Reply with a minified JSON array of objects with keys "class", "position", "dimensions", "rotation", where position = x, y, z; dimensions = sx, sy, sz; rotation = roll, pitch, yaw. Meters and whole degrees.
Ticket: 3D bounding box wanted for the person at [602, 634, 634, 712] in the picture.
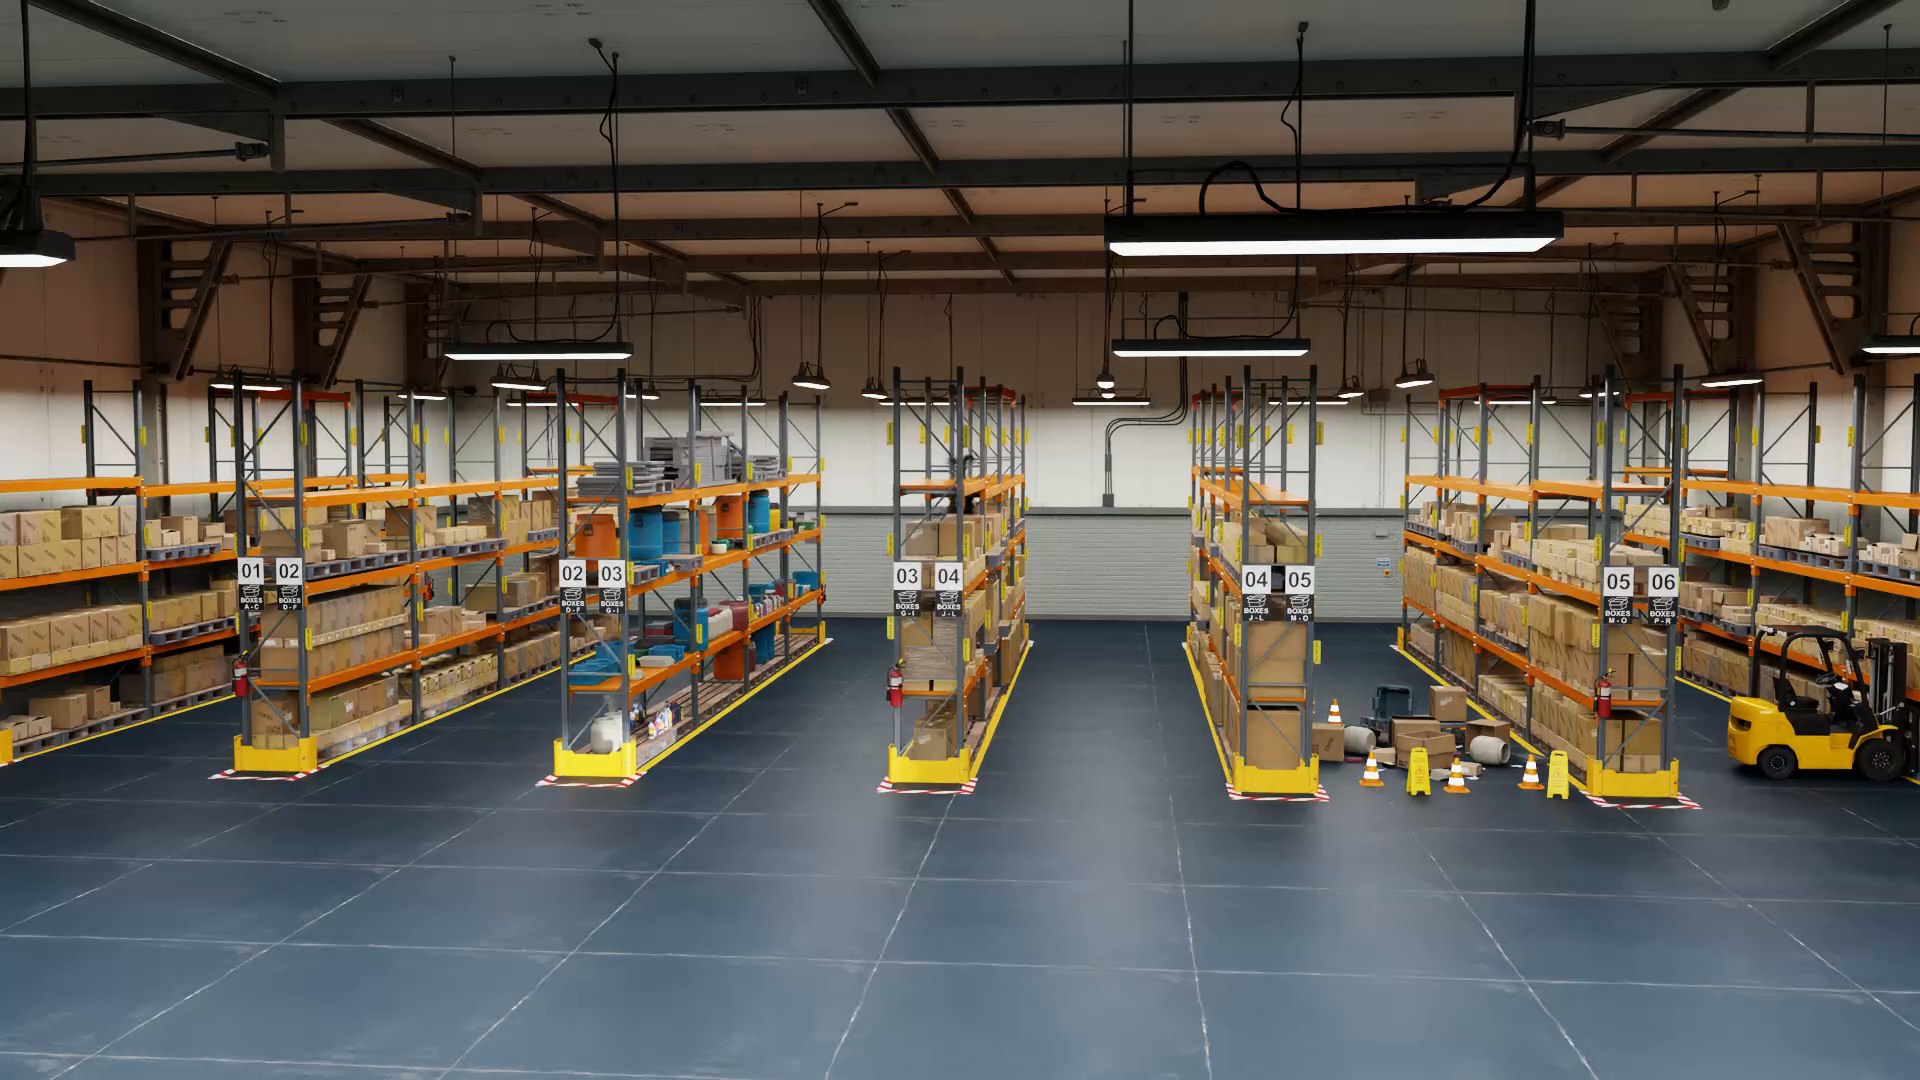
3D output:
[{"class":"person","position":[-6.031,2.402,29.453],"dimensions":[0.619,1.530,0.691],"rotation":[-1,4,-12]}]
